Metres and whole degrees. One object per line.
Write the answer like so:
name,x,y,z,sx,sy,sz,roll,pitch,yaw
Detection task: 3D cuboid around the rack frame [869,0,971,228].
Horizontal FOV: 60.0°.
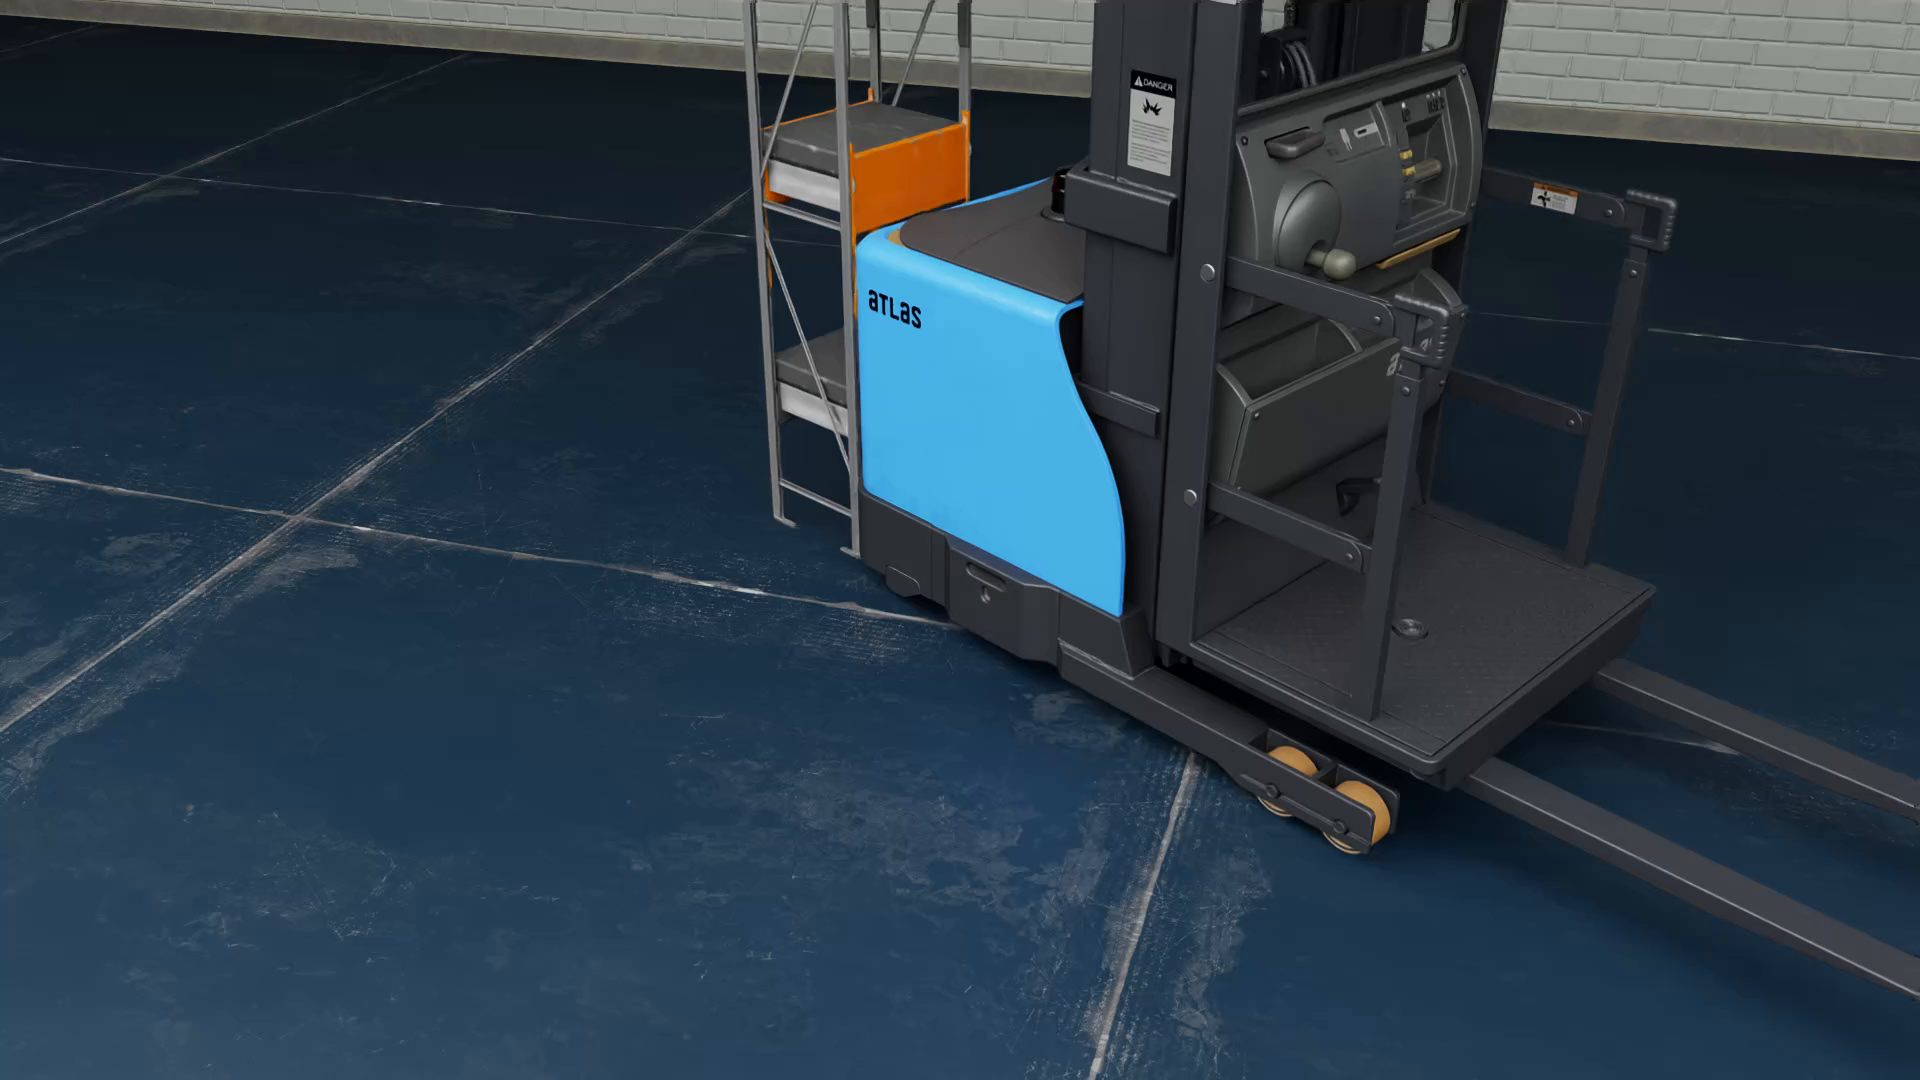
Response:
rack frame,-0.120,-1.098,5.064,0.400,2.100,0.015,24,37,36

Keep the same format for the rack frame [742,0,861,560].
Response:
rack frame,-0.450,-0.923,4.750,0.400,2.100,0.015,24,37,36

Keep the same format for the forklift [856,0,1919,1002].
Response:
forklift,1.088,-0.827,3.722,1.130,2.935,3.031,-25,38,-38

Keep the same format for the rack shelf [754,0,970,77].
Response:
rack shelf,-0.285,-1.610,4.573,0.431,0.518,0.480,24,37,36

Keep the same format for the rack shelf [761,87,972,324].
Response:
rack shelf,-0.285,-0.999,4.913,0.431,0.518,0.480,24,37,36

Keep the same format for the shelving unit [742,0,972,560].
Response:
shelving unit,-0.285,-1.011,4.907,0.431,2.100,0.503,24,37,36

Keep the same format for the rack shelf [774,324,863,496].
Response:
rack shelf,-0.285,-0.387,5.254,0.431,0.518,0.480,24,37,36
